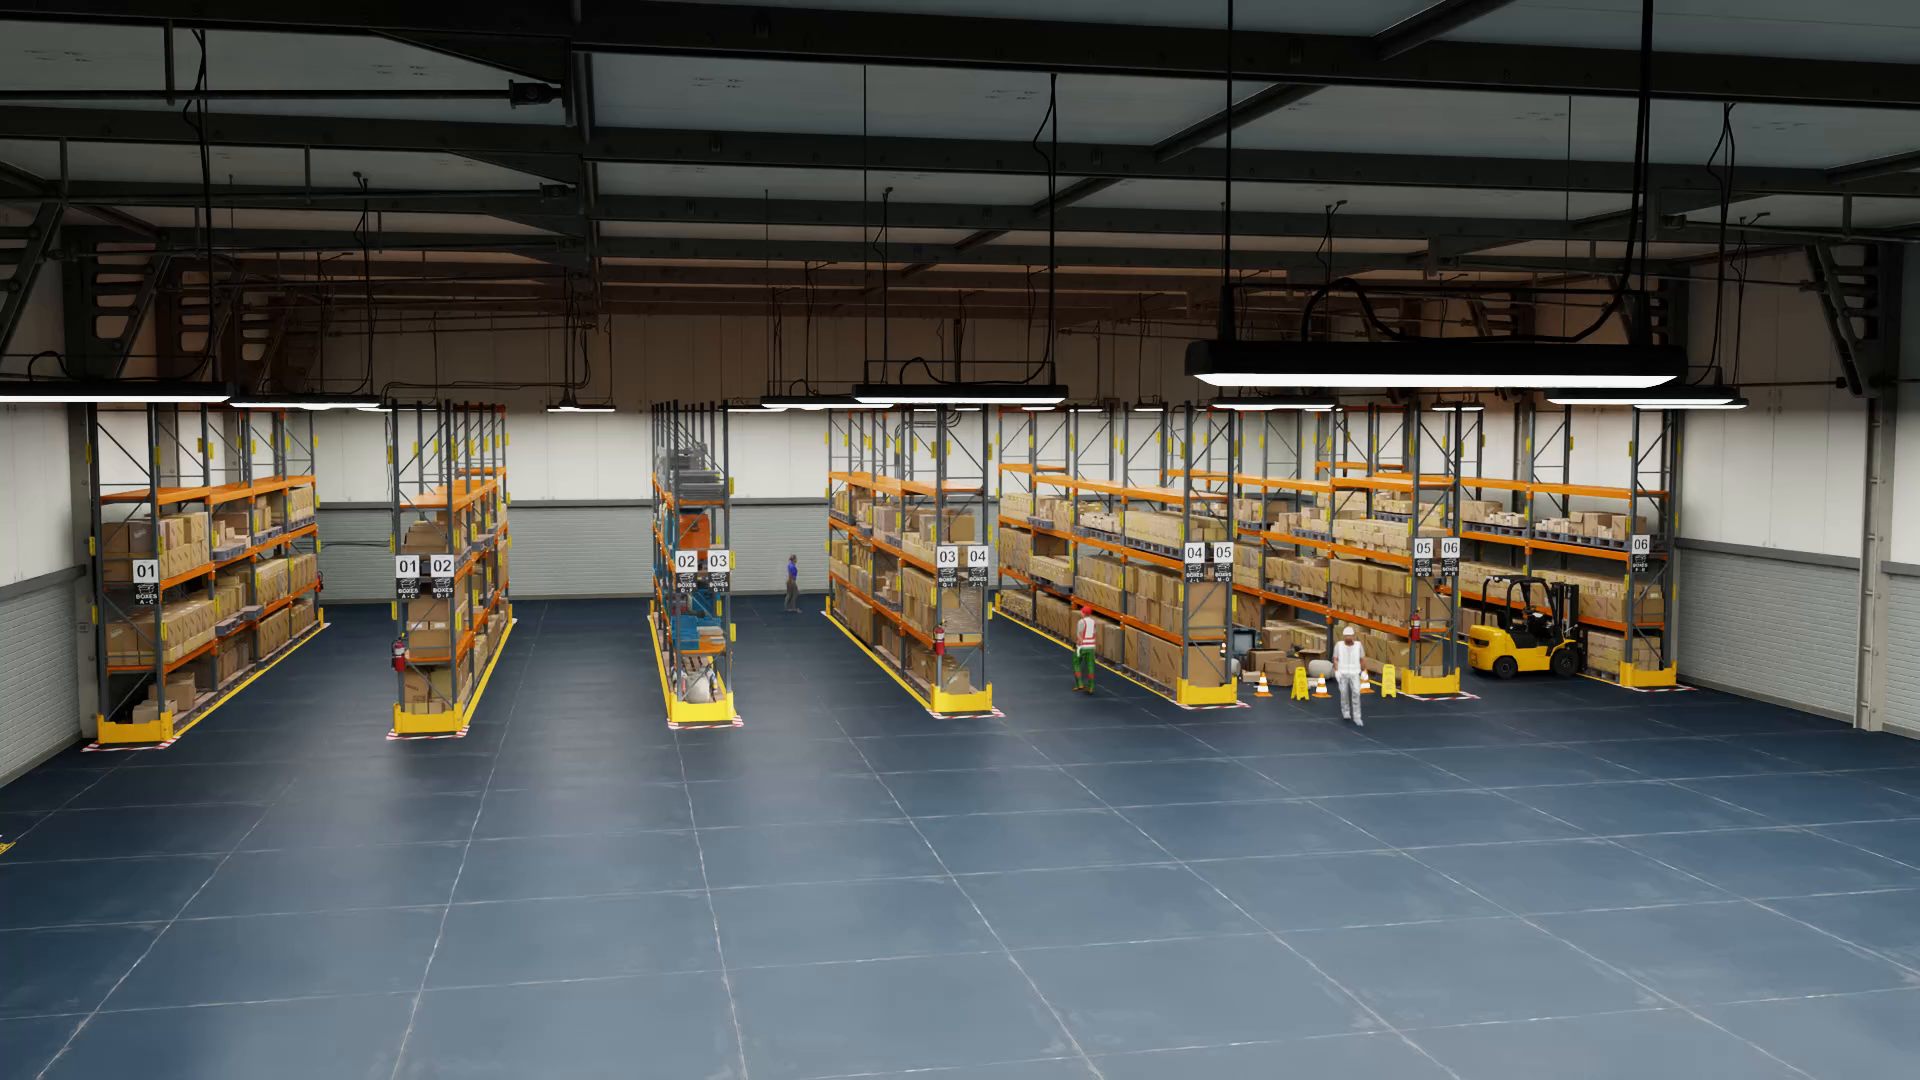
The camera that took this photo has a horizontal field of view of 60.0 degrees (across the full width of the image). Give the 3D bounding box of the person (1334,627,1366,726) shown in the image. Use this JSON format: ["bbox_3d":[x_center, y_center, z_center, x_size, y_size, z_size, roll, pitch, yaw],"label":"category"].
[{"bbox_3d":[7.243,2.496,30.940,0.595,1.761,0.831,1,4,16],"label":"person"}]

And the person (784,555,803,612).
[{"bbox_3d":[-4.858,1.272,48.319,0.549,1.694,0.491,-1,4,-11],"label":"person"}]

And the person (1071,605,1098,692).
[{"bbox_3d":[2.614,2.254,34.330,0.554,1.808,0.531,-2,5,-22],"label":"person"}]
